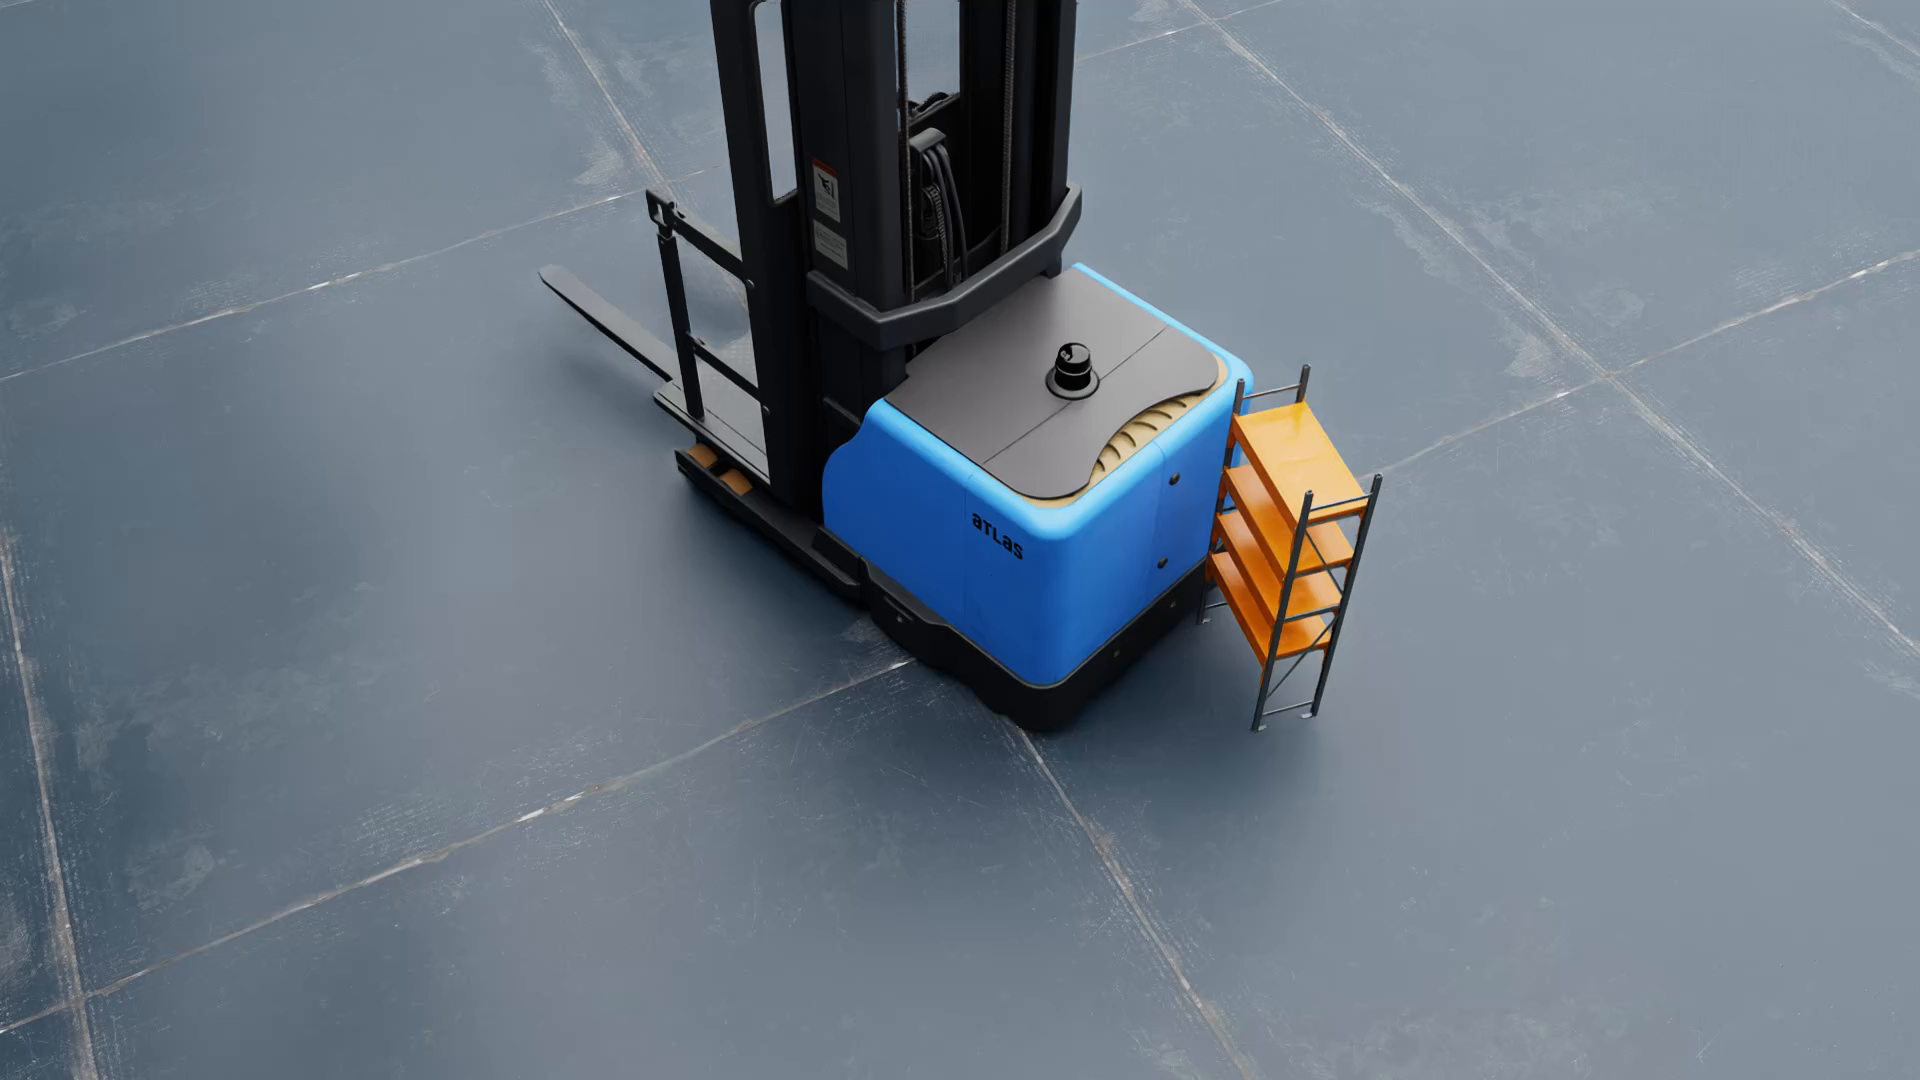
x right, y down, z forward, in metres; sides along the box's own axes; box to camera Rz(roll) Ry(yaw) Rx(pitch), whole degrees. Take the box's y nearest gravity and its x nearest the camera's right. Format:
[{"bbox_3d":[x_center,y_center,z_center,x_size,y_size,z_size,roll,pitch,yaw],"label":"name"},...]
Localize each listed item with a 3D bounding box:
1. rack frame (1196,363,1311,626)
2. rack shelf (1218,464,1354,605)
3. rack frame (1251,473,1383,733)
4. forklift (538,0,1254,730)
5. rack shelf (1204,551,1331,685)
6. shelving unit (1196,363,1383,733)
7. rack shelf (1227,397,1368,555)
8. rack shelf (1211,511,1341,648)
[{"bbox_3d":[0.965,-0.119,5.557,0.240,1.200,0.015,-13,50,-11],"label":"rack frame"},{"bbox_3d":[1.038,-0.046,5.286,0.258,0.148,0.480,-13,50,-11],"label":"rack shelf"},{"bbox_3d":[1.110,0.232,5.250,0.240,1.200,0.015,-13,50,-11],"label":"rack frame"},{"bbox_3d":[-0.445,-1.322,5.459,3.031,2.935,1.130,36,58,27],"label":"forklift"},{"bbox_3d":[1.038,0.232,5.604,0.258,0.148,0.480,-13,50,-11],"label":"rack shelf"},{"bbox_3d":[1.038,0.057,5.403,0.258,1.200,0.503,-13,50,-11],"label":"shelving unit"},{"bbox_3d":[1.038,-0.202,5.108,0.258,0.148,0.480,-13,50,-11],"label":"rack shelf"},{"bbox_3d":[1.038,0.101,5.454,0.258,0.148,0.480,-13,50,-11],"label":"rack shelf"}]
